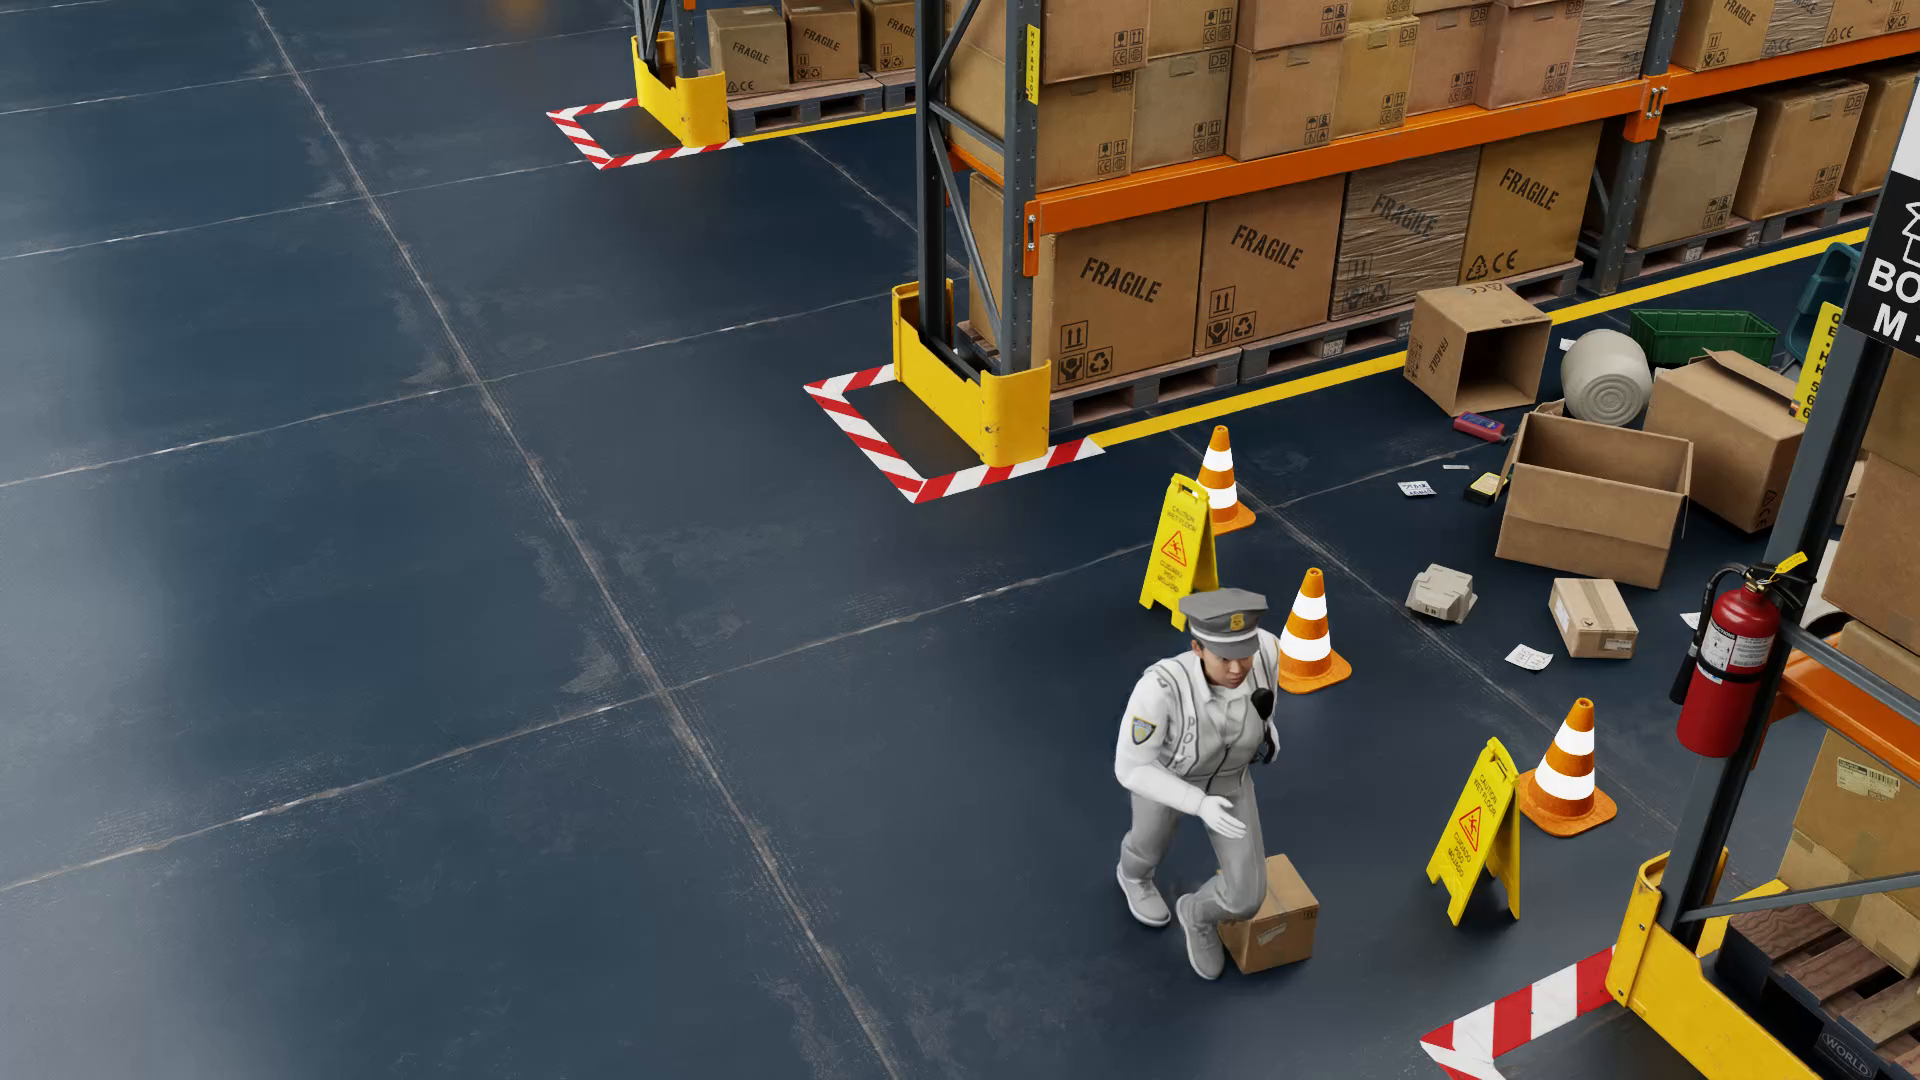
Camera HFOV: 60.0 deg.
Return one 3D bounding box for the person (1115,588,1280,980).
[{"bbox_3d":[0.709,0.740,5.050,0.614,1.611,0.874,-8,34,-12],"label":"person"}]
